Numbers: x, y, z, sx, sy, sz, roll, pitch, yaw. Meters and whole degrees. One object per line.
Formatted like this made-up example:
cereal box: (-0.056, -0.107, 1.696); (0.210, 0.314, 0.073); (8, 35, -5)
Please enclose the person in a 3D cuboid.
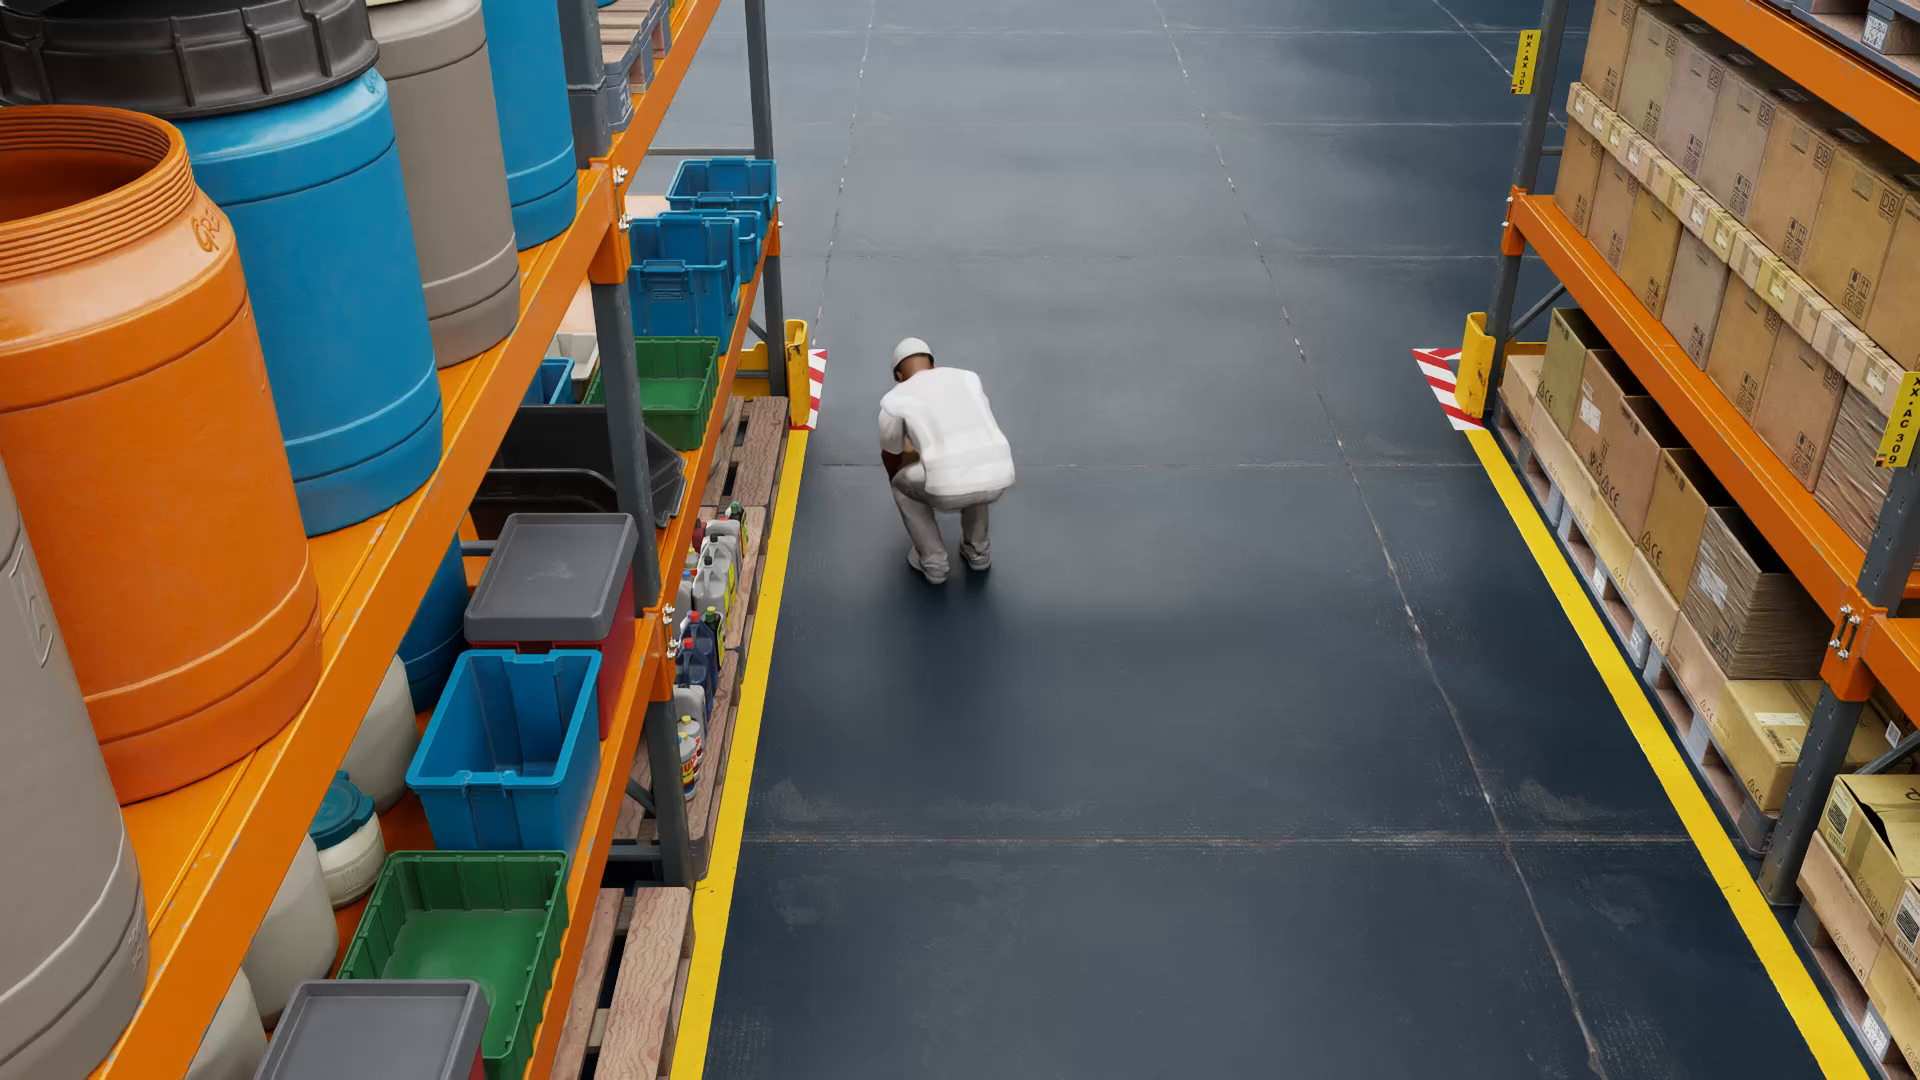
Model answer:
person: (-0.098, -0.374, 7.967); (0.530, 1.001, 0.954); (-11, 33, -18)
